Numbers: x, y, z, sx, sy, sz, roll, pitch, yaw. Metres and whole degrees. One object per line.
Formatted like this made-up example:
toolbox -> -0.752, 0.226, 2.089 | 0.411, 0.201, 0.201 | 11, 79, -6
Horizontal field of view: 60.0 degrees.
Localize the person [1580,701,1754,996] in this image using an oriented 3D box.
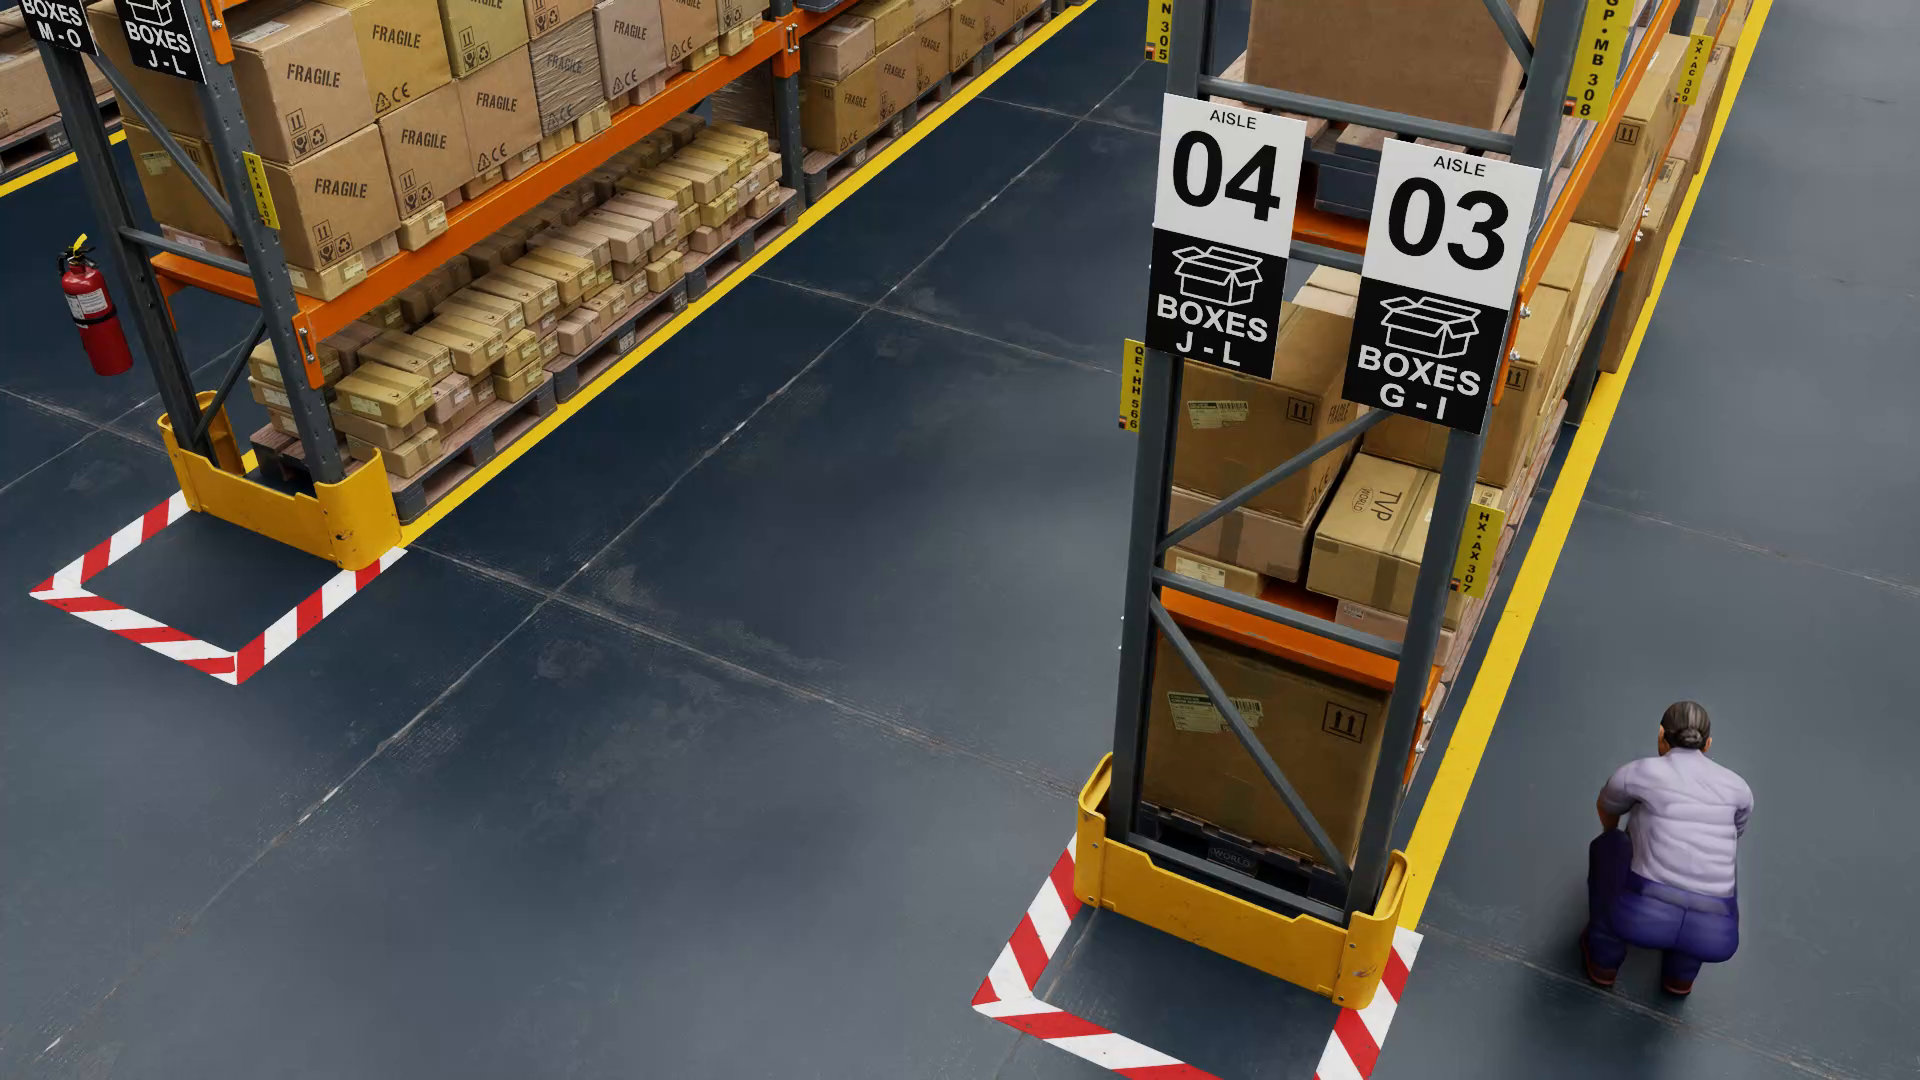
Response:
person -> 2.507, 1.138, 5.892 | 0.518, 0.941, 0.814 | 12, 40, 15
